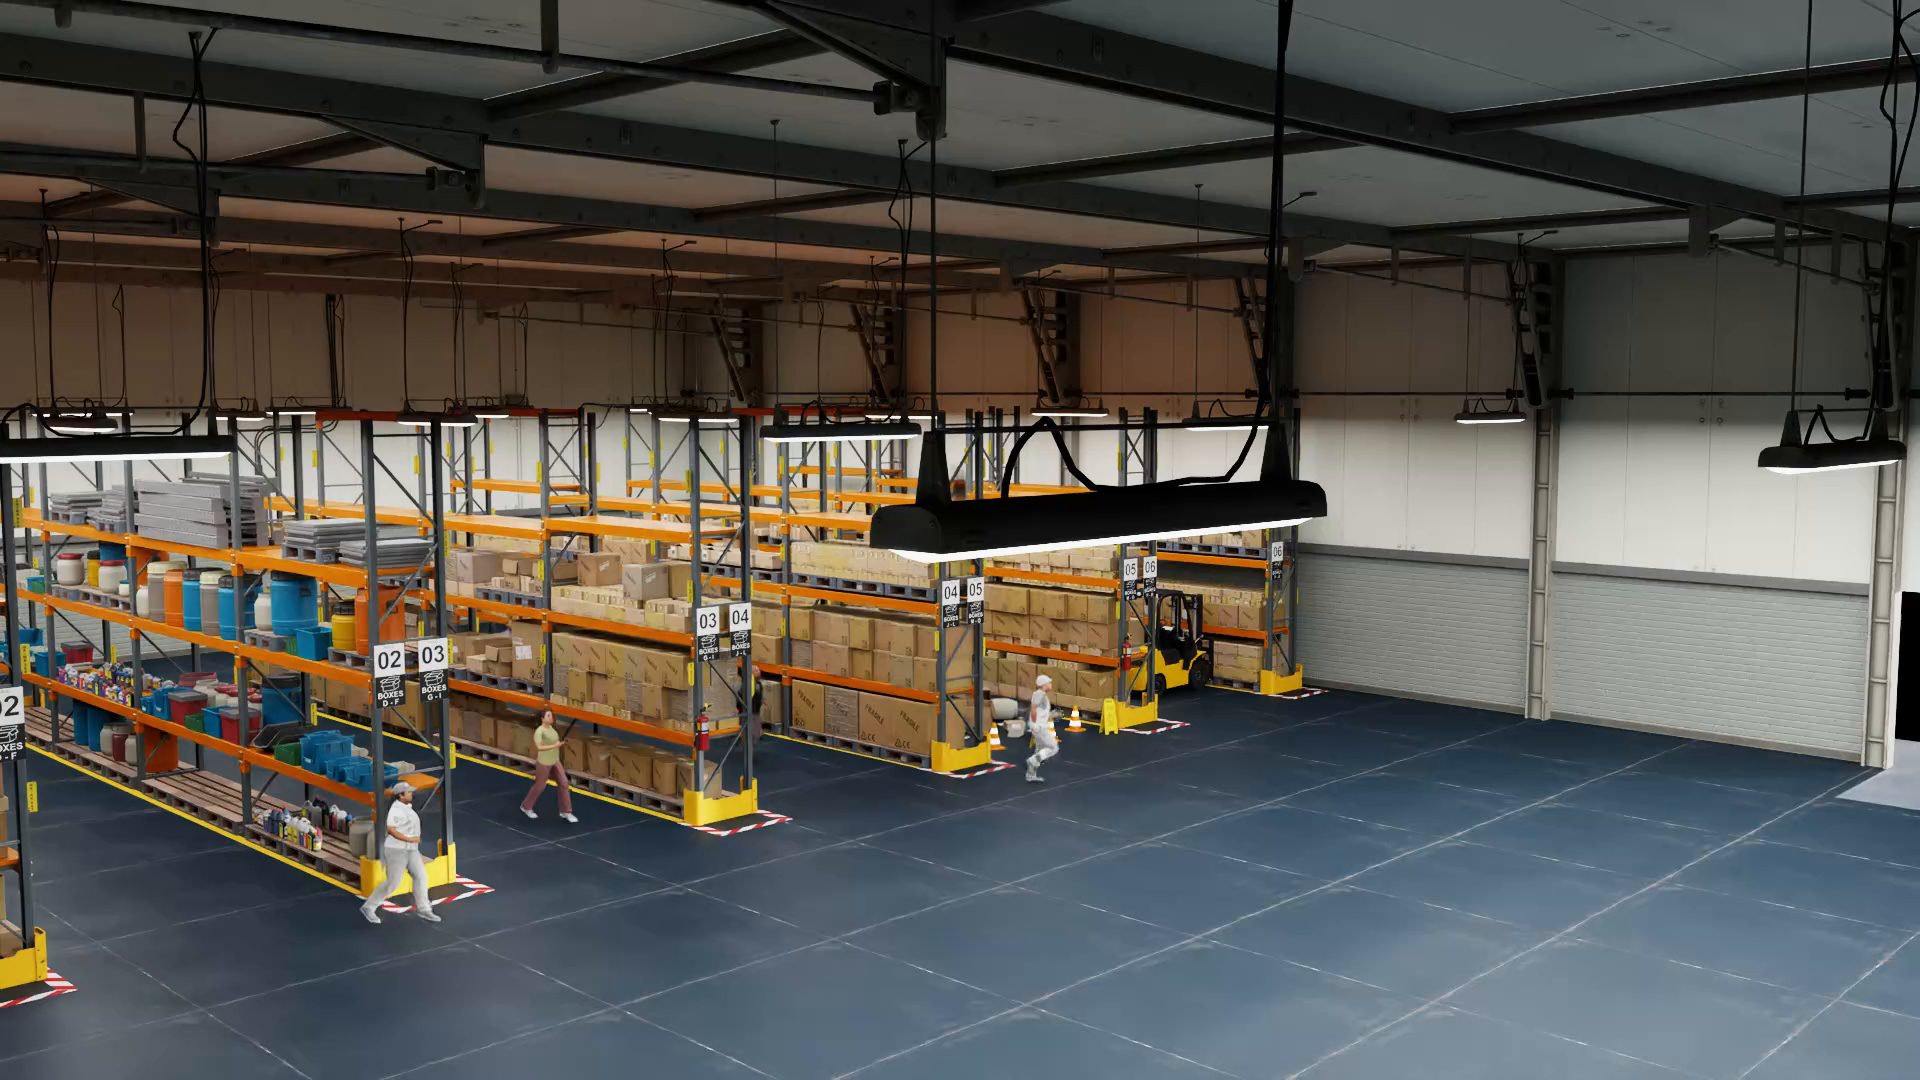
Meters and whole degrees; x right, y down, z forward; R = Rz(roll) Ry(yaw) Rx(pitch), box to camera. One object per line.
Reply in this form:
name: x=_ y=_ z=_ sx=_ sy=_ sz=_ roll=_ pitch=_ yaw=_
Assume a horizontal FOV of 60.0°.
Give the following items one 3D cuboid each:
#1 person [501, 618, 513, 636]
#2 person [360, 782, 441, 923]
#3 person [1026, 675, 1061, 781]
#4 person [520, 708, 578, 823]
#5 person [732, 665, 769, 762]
person: x=-9.346 y=2.443 z=34.817 sx=0.592 sy=1.609 sz=0.577 roll=-4 pitch=7 yaw=-39
person: x=-6.676 y=3.740 z=19.951 sx=0.913 sy=1.659 sz=0.692 roll=0 pitch=5 yaw=0
person: x=1.362 y=3.064 z=27.081 sx=0.616 sy=1.733 sz=0.661 roll=-1 pitch=5 yaw=-7
person: x=-6.081 y=3.319 z=24.493 sx=0.882 sy=1.678 sz=0.571 roll=2 pitch=5 yaw=22
person: x=-3.615 y=2.984 z=28.597 sx=0.680 sy=1.677 sz=0.694 roll=3 pitch=6 yaw=31
